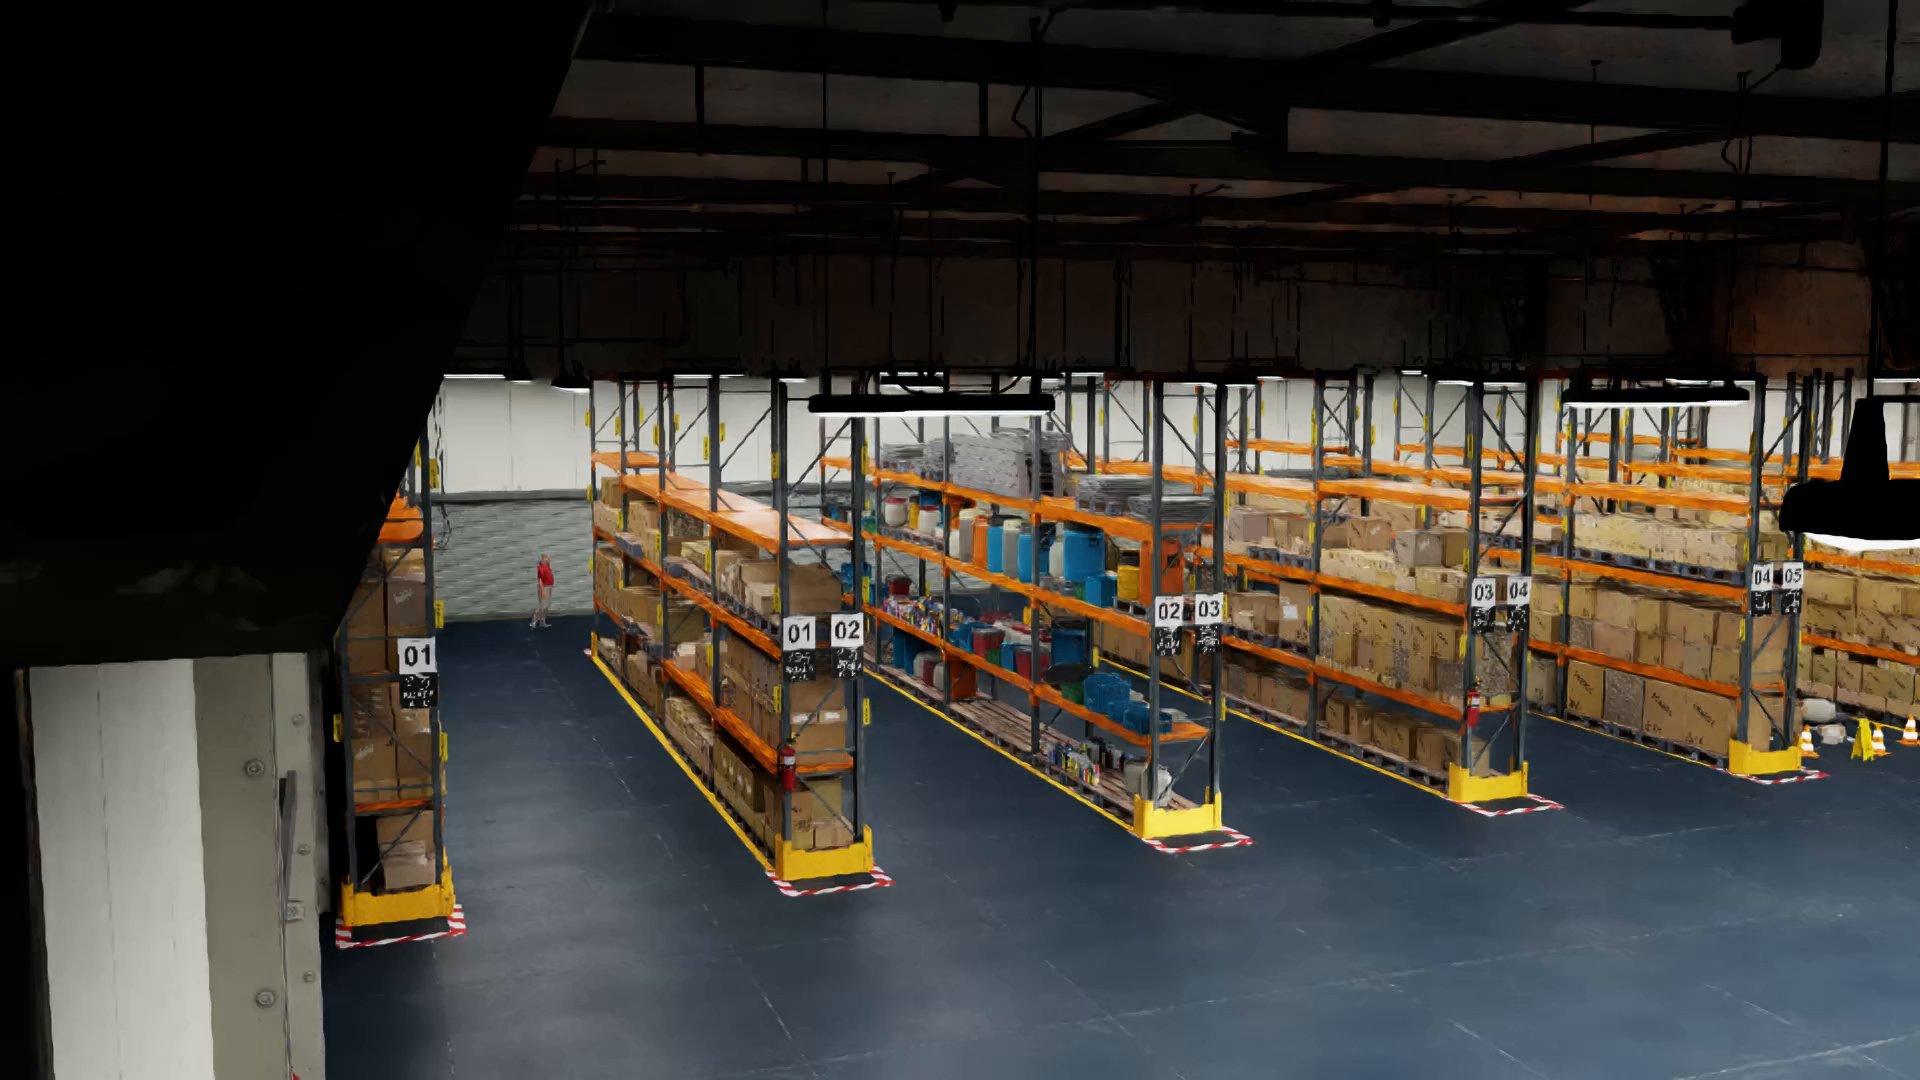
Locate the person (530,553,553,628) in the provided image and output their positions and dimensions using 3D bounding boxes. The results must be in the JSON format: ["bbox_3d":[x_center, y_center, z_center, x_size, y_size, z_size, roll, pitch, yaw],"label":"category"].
[{"bbox_3d":[-9.677,1.175,38.468,0.501,1.718,0.715,1,6,6],"label":"person"}]

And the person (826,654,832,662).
[{"bbox_3d":[-2.438,1.935,32.198,0.456,1.601,0.399,5,8,37],"label":"person"}]

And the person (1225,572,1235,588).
[{"bbox_3d":[6.682,0.893,41.428,0.514,1.664,0.554,4,8,34],"label":"person"}]
